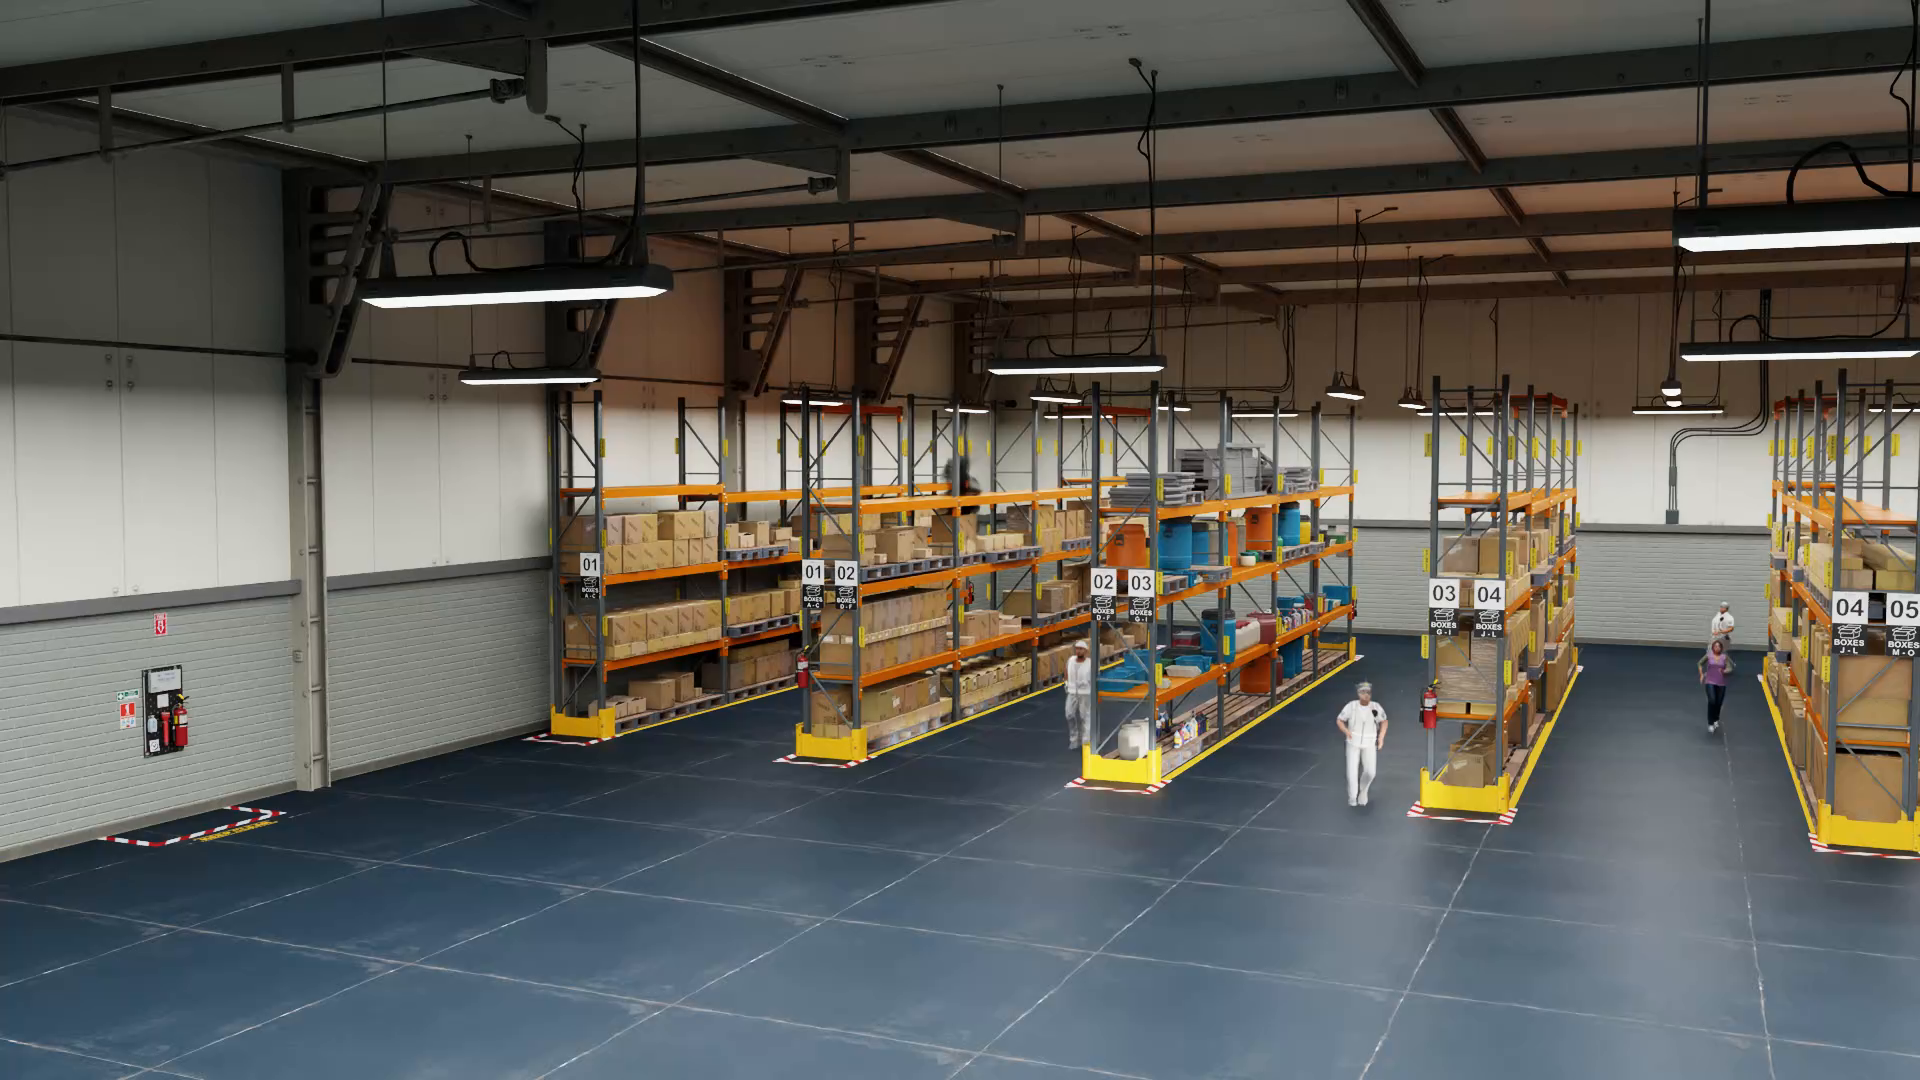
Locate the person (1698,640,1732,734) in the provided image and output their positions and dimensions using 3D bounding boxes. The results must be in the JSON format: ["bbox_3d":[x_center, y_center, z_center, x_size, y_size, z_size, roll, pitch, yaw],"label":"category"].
[{"bbox_3d":[13.305,2.583,29.297,0.503,1.644,0.710,1,3,13],"label":"person"}]

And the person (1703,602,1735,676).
[{"bbox_3d":[16.733,2.182,36.468,0.757,1.668,0.626,-1,3,-19],"label":"person"}]

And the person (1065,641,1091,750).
[{"bbox_3d":[1.993,2.603,27.724,0.668,1.842,0.654,1,3,23],"label":"person"}]

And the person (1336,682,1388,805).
[{"bbox_3d":[5.637,2.863,23.305,0.711,1.746,0.555,1,3,11],"label":"person"}]
